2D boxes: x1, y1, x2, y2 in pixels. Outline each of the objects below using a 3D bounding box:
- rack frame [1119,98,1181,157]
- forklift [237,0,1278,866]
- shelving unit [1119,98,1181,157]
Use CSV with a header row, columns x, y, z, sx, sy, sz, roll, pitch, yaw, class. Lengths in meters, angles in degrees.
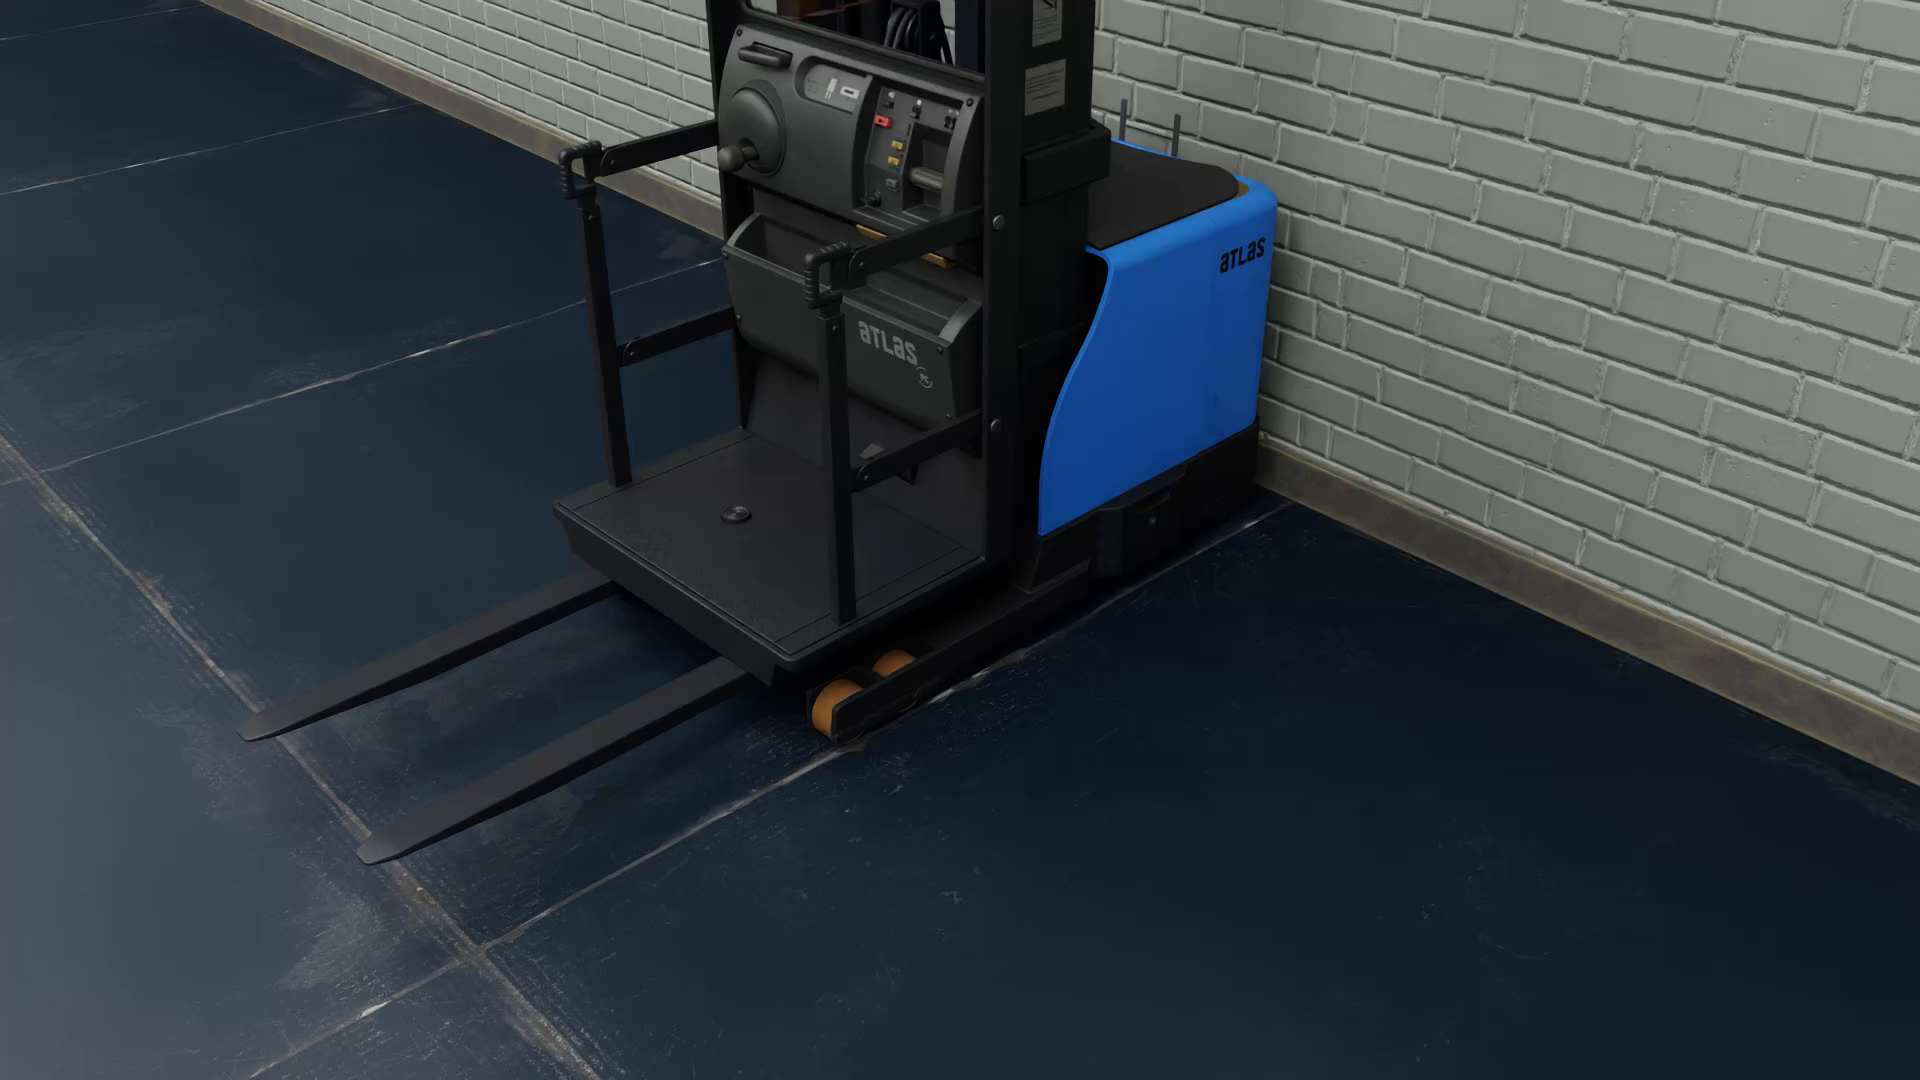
x,y,z,sx,sy,sz,roll,pitch,yaw,class
0.576,-0.817,5.429,0.006,1.200,0.240,-24,38,-37,rack frame
-0.452,-1.021,4.110,3.031,2.935,1.130,-27,40,-37,forklift
0.643,-0.847,5.484,0.189,1.200,0.258,-24,38,-37,shelving unit
